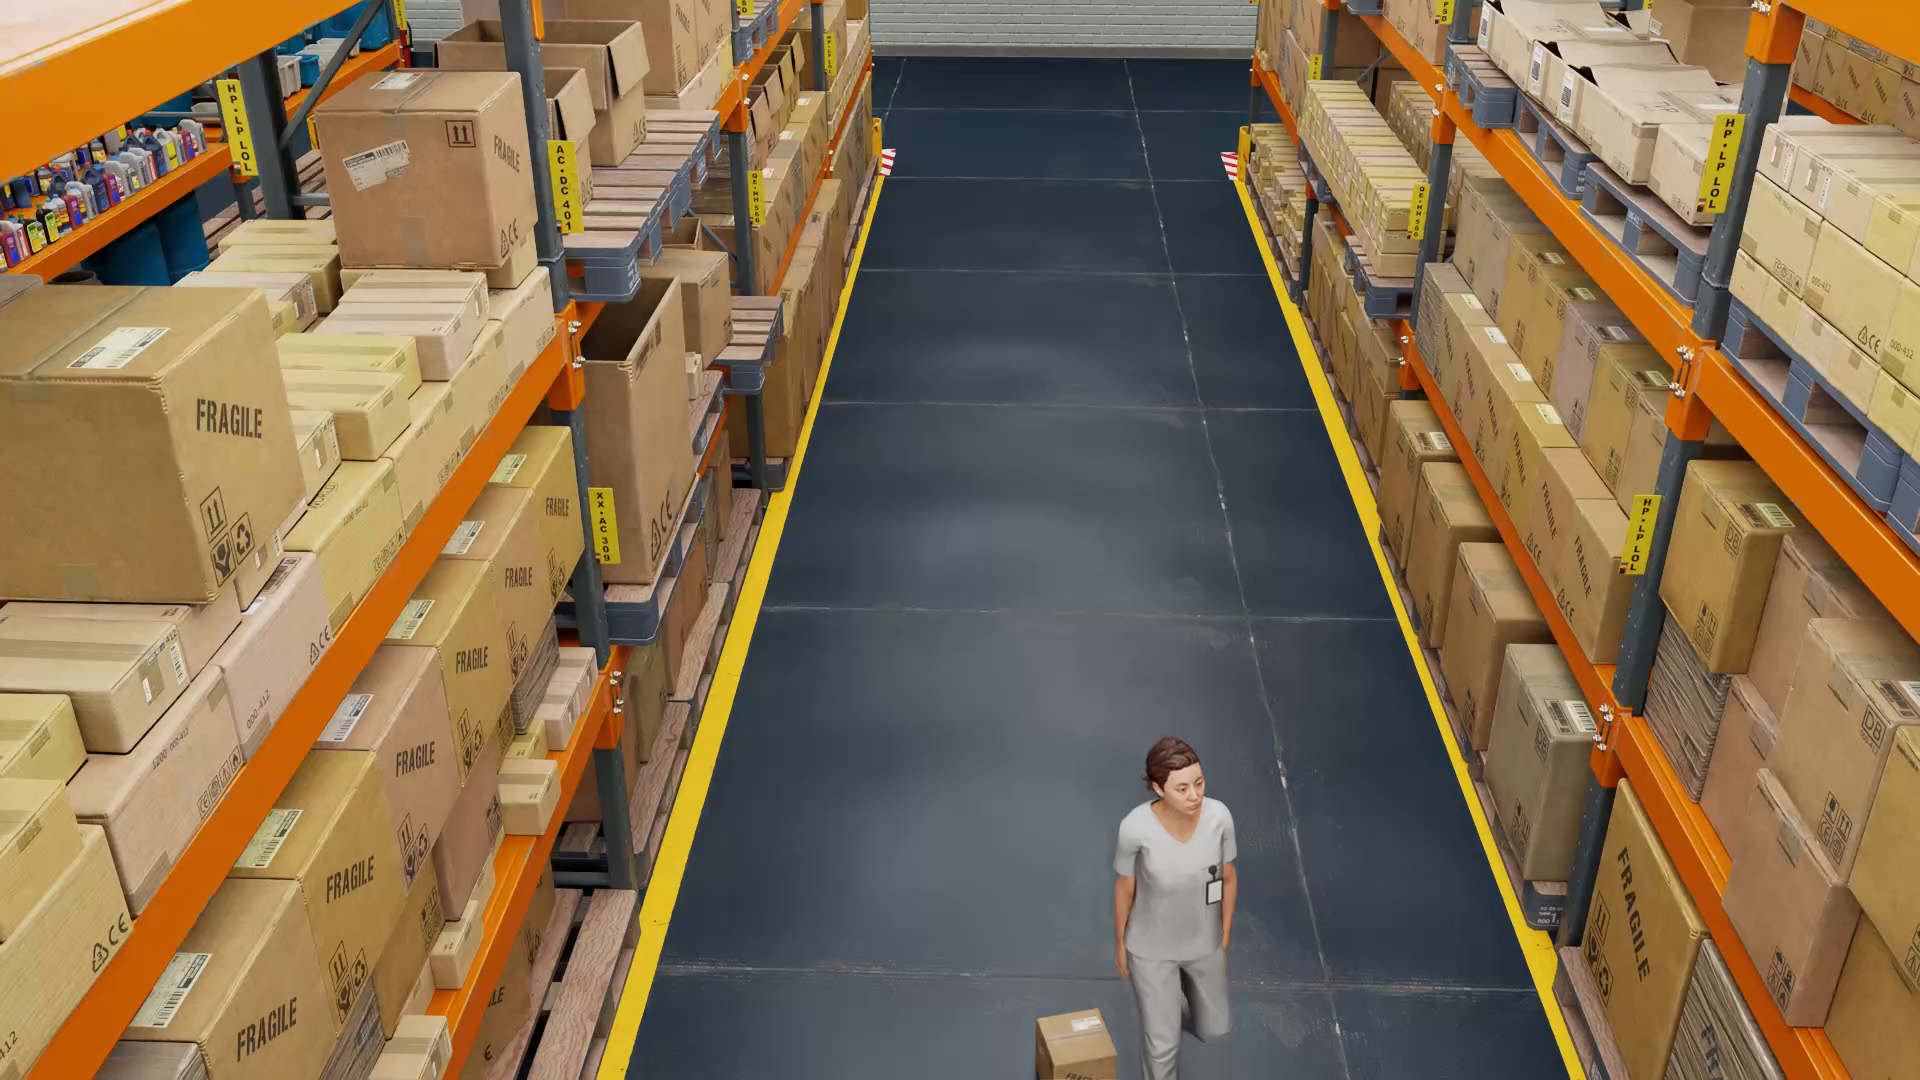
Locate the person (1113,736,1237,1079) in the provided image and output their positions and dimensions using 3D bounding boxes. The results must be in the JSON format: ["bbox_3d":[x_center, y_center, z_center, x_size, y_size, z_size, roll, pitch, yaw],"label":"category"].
[{"bbox_3d":[0.755,1.405,5.960,0.447,1.649,0.675,-6,29,-11],"label":"person"}]
